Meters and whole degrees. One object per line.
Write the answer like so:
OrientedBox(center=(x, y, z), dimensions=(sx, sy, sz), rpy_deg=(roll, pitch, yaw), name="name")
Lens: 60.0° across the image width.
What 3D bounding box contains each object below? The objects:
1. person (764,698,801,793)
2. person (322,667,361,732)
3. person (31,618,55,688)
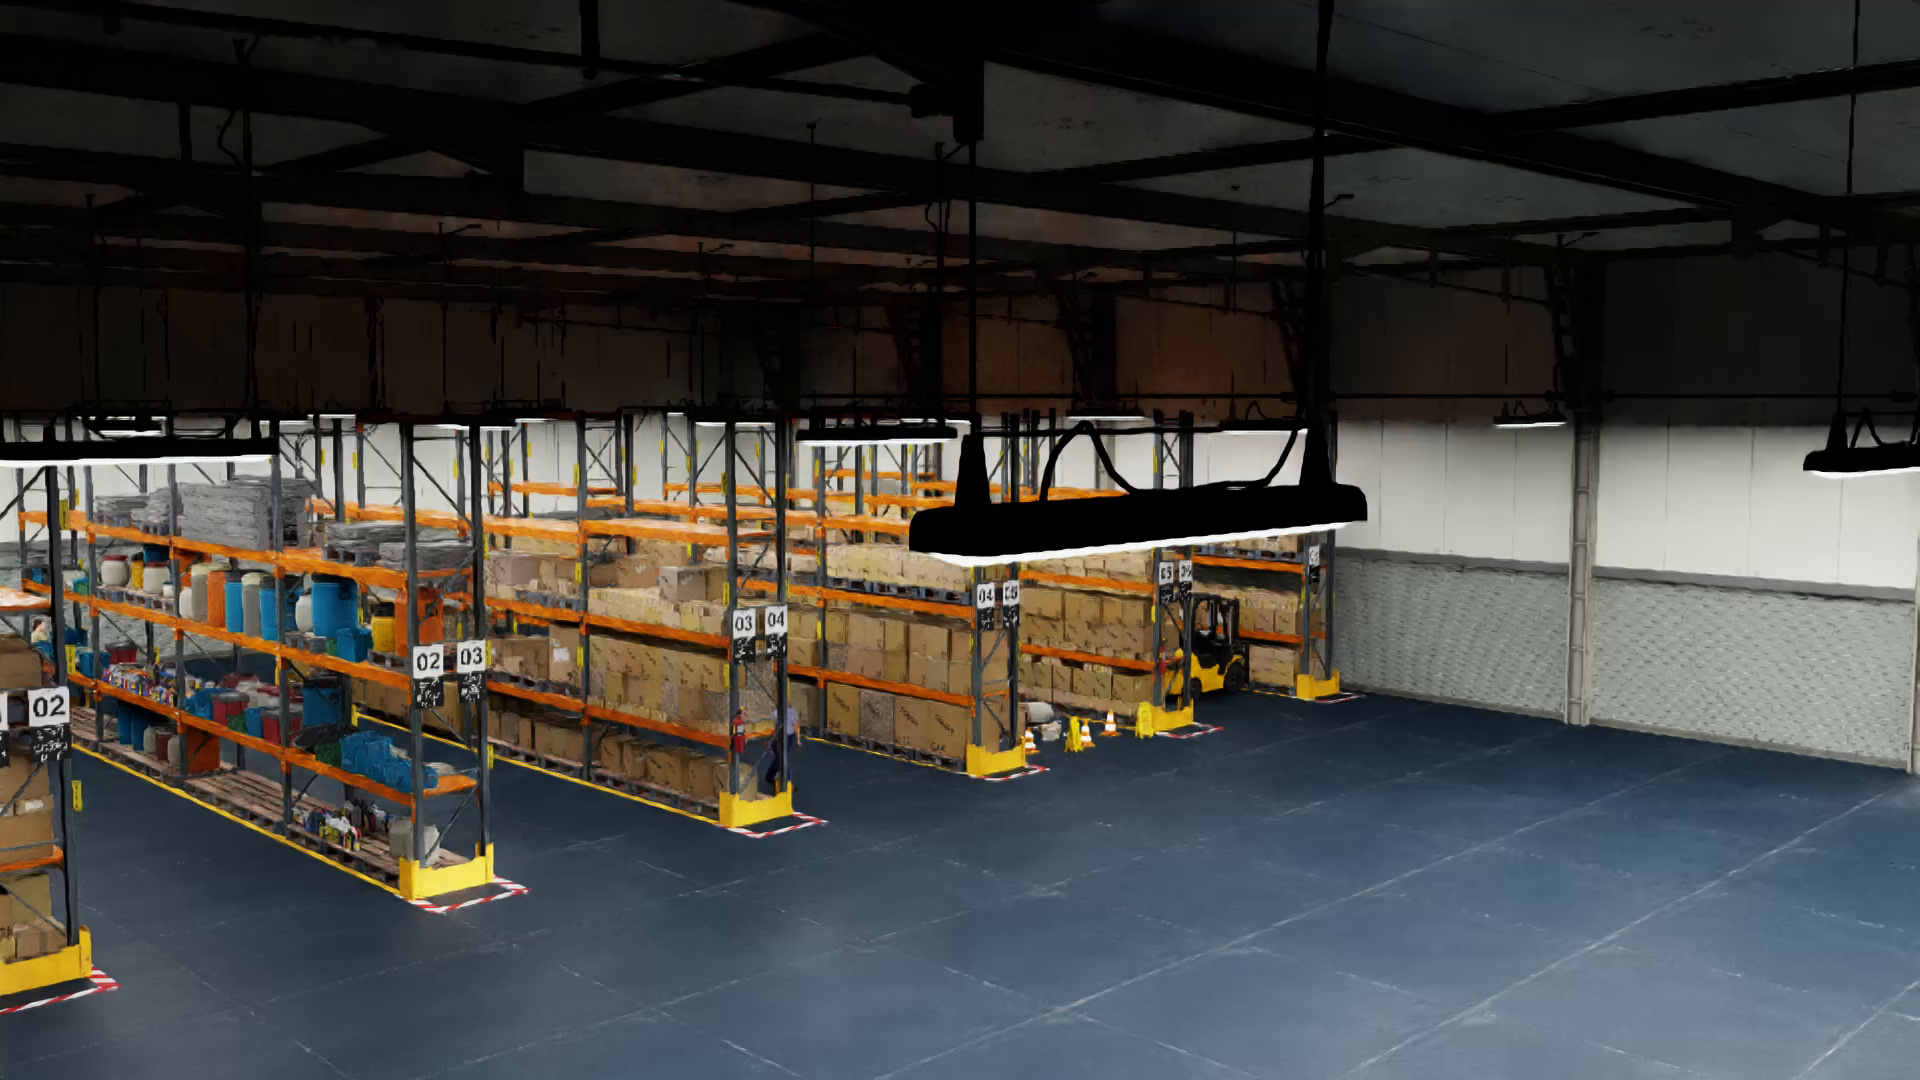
OrientedBox(center=(-2.830, 3.213, 26.727), dimensions=(1.001, 1.590, 0.491), rpy_deg=(5, 7, 44), name="person")
OrientedBox(center=(-11.729, 2.831, 31.283), dimensions=(0.543, 1.554, 1.115), rpy_deg=(-4, 7, -42), name="person")
OrientedBox(center=(-19.305, 2.456, 34.941), dimensions=(0.565, 1.658, 0.687), rpy_deg=(-1, 5, -7), name="person")
